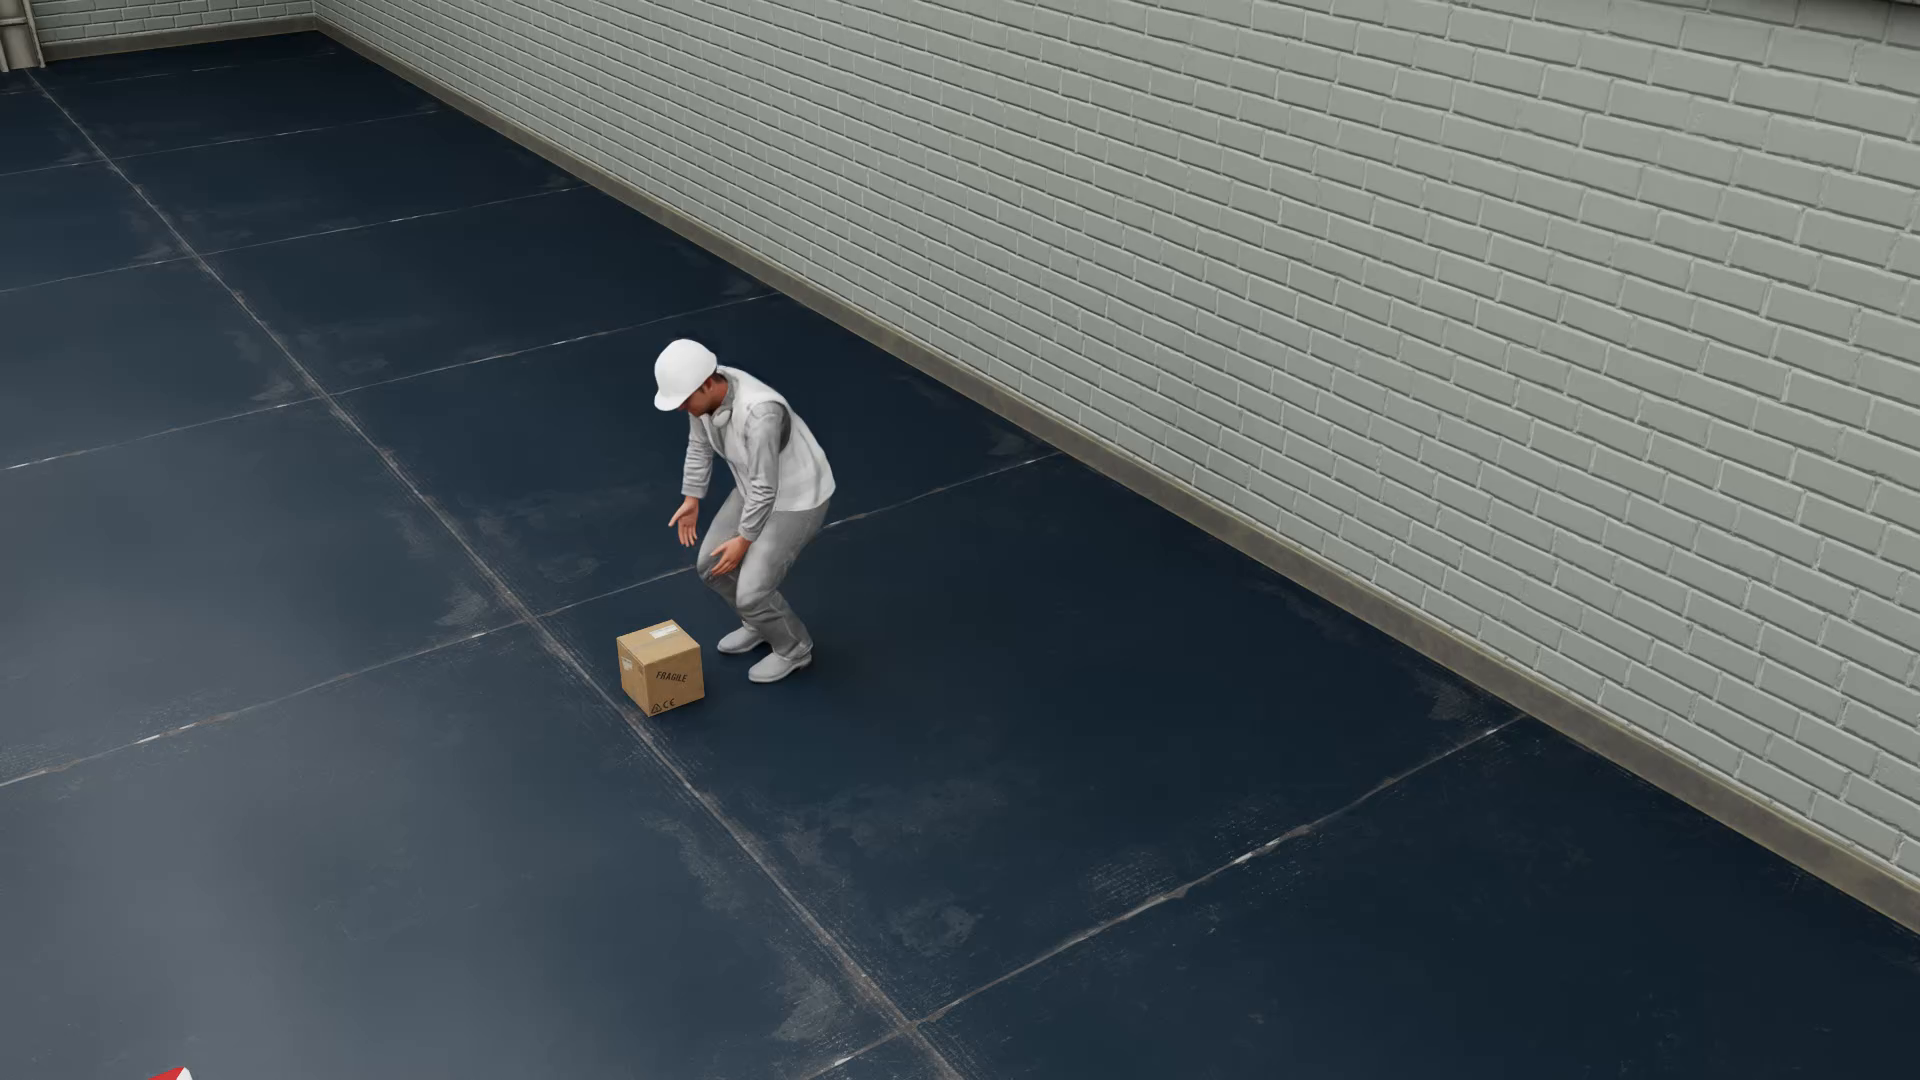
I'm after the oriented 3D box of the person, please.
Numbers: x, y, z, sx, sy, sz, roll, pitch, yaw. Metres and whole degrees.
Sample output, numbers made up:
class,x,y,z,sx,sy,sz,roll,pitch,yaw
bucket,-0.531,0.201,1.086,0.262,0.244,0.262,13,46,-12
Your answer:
class,x,y,z,sx,sy,sz,roll,pitch,yaw
person,-0.842,-0.139,6.640,0.714,1.506,0.590,-18,33,-30
